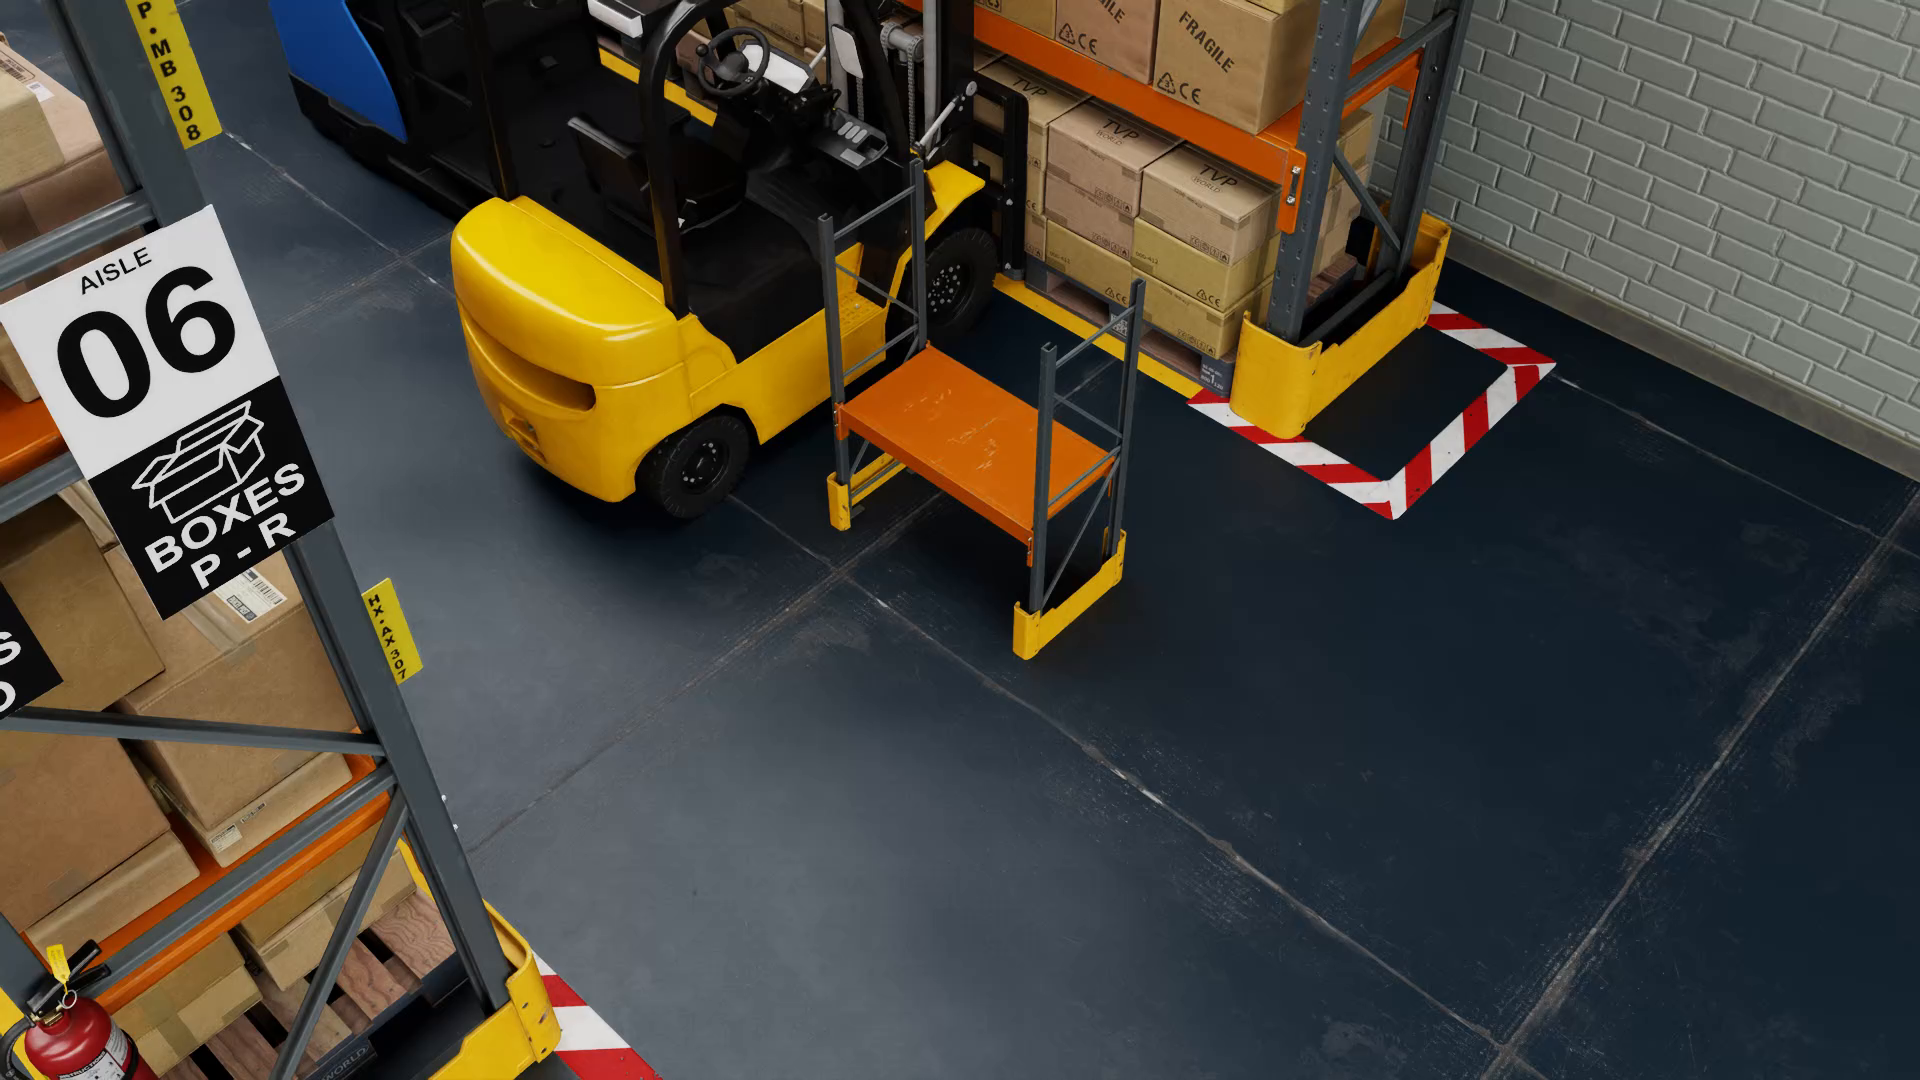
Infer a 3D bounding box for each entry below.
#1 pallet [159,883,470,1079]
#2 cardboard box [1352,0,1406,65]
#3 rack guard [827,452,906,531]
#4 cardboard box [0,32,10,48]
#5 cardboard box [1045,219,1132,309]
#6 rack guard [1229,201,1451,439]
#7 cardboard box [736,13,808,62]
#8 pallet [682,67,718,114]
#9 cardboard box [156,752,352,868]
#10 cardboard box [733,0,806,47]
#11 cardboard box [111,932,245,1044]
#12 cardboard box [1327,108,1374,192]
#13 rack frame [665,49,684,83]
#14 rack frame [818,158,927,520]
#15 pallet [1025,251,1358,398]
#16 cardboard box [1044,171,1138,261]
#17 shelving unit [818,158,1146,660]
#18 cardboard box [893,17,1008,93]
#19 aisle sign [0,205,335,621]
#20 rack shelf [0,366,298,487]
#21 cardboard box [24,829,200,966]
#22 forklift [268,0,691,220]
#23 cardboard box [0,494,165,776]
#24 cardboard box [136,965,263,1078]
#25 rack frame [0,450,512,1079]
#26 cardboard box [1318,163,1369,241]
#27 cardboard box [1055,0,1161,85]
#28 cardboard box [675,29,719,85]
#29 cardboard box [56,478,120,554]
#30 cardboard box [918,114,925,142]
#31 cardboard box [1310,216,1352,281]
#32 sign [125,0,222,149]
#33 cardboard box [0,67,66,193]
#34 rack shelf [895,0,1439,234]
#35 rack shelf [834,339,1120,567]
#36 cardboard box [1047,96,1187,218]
[{"bbox_3d":[-2.333,1.307,5.378,1.213,0.211,1.003,34,55,28],"label":"pallet"},{"bbox_3d":[1.484,-2.278,6.763,0.500,0.500,0.500,36,56,29],"label":"cardboard box"},{"bbox_3d":[-0.310,-0.294,6.855,0.087,0.250,0.587,34,55,28],"label":"rack guard"},{"bbox_3d":[-2.257,-0.912,3.390,0.500,0.250,0.500,33,55,27],"label":"cardboard box"},{"bbox_3d":[0.741,-1.367,7.574,0.500,0.250,0.500,34,55,28],"label":"cardboard box"},{"bbox_3d":[1.677,-0.983,7.330,0.348,0.500,1.175,34,55,28],"label":"rack guard"},{"bbox_3d":[-0.762,-2.549,8.341,0.500,0.250,0.500,34,55,27],"label":"cardboard box"},{"bbox_3d":[-0.724,-2.458,8.913,1.213,0.211,1.003,34,55,28],"label":"pallet"},{"bbox_3d":[-1.814,0.618,4.284,0.250,0.149,0.380,34,55,28],"label":"cardboard box"},{"bbox_3d":[-0.768,-2.707,8.146,0.500,0.250,0.500,34,55,28],"label":"cardboard box"},{"bbox_3d":[-2.470,1.095,4.748,0.500,0.500,0.500,34,56,28],"label":"cardboard box"},{"bbox_3d":[1.435,-1.734,7.233,0.500,0.250,0.500,33,55,27],"label":"cardboard box"},{"bbox_3d":[-1.280,-3.828,8.286,0.127,3.000,1.000,34,55,28],"label":"rack frame"},{"bbox_3d":[-0.311,-0.723,6.400,0.032,1.500,0.500,34,55,28],"label":"rack frame"},{"bbox_3d":[1.069,-1.251,7.780,1.213,0.211,1.003,34,55,28],"label":"pallet"},{"bbox_3d":[0.728,-1.551,7.404,0.500,0.250,0.500,33,55,27],"label":"cardboard box"},{"bbox_3d":[0.056,-0.476,6.168,1.083,1.500,0.587,34,55,28],"label":"shelving unit"},{"bbox_3d":[-0.015,-2.204,7.674,0.500,0.250,0.500,33,55,27],"label":"cardboard box"},{"bbox_3d":[-1.449,-0.214,3.110,0.004,0.787,0.394,34,55,28],"label":"aisle sign"},{"bbox_3d":[-3.174,-0.958,4.028,4.000,0.370,1.077,34,55,28],"label":"rack shelf"},{"bbox_3d":[-2.124,0.827,4.089,0.250,0.149,0.380,36,56,29],"label":"cardboard box"},{"bbox_3d":[-2.043,-2.809,7.377,3.031,2.935,1.130,32,55,27],"label":"forklift"},{"bbox_3d":[-2.228,0.197,3.549,0.500,0.500,0.700,33,55,27],"label":"cardboard box"},{"bbox_3d":[-2.499,1.341,5.031,0.500,0.250,0.500,34,55,28],"label":"cardboard box"},{"bbox_3d":[-1.704,0.811,3.931,0.127,3.000,1.000,34,55,28],"label":"rack frame"},{"bbox_3d":[1.455,-1.567,7.419,0.500,0.250,0.500,35,56,28],"label":"cardboard box"},{"bbox_3d":[0.745,-2.248,6.735,0.500,0.500,0.500,36,56,29],"label":"cardboard box"},{"bbox_3d":[-1.149,-2.614,8.745,0.500,0.250,0.500,34,56,28],"label":"cardboard box"},{"bbox_3d":[-2.247,0.038,4.384,0.500,0.500,0.500,36,56,29],"label":"cardboard box"},{"bbox_3d":[-0.030,-2.044,7.867,0.500,0.250,0.500,34,55,28],"label":"cardboard box"},{"bbox_3d":[1.431,-1.400,7.605,0.500,0.250,0.500,34,56,28],"label":"cardboard box"},{"bbox_3d":[-1.337,-0.806,2.792,0.005,0.325,0.100,34,55,28],"label":"sign"},{"bbox_3d":[-1.827,-0.688,2.906,0.250,0.149,0.380,34,55,27],"label":"cardboard box"},{"bbox_3d":[0.190,-2.593,7.620,4.000,0.370,1.077,34,55,28],"label":"rack shelf"},{"bbox_3d":[0.063,-0.348,6.295,1.000,0.185,0.538,34,55,28],"label":"rack shelf"},{"bbox_3d":[0.730,-1.705,7.205,0.500,0.250,0.500,35,56,28],"label":"cardboard box"}]
